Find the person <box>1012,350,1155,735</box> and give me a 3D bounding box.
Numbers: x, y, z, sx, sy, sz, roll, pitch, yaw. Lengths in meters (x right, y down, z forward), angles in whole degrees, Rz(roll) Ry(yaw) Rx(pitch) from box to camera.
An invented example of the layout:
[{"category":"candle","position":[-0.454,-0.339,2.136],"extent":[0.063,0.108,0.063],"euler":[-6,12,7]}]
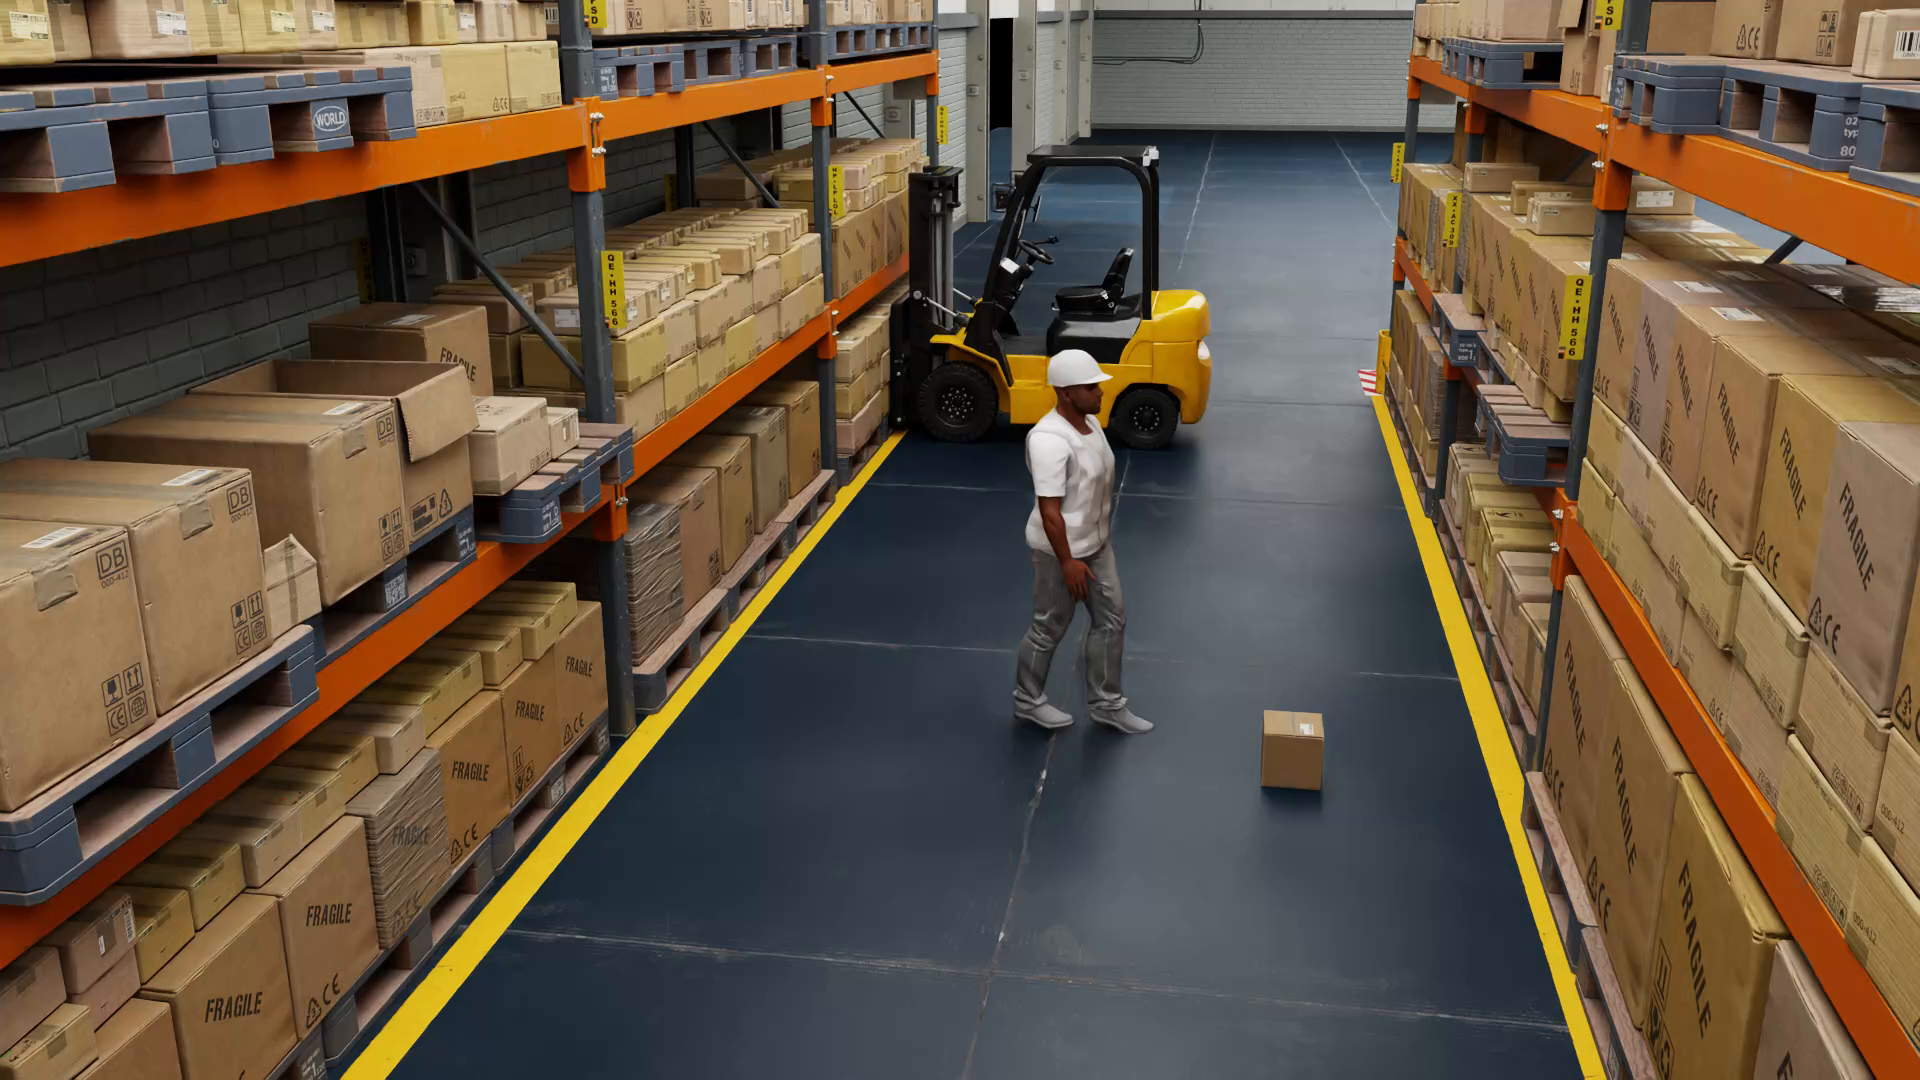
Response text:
[{"category":"person","position":[0.516,0.046,7.360],"extent":[0.631,1.793,0.578],"euler":[10,20,29]}]
